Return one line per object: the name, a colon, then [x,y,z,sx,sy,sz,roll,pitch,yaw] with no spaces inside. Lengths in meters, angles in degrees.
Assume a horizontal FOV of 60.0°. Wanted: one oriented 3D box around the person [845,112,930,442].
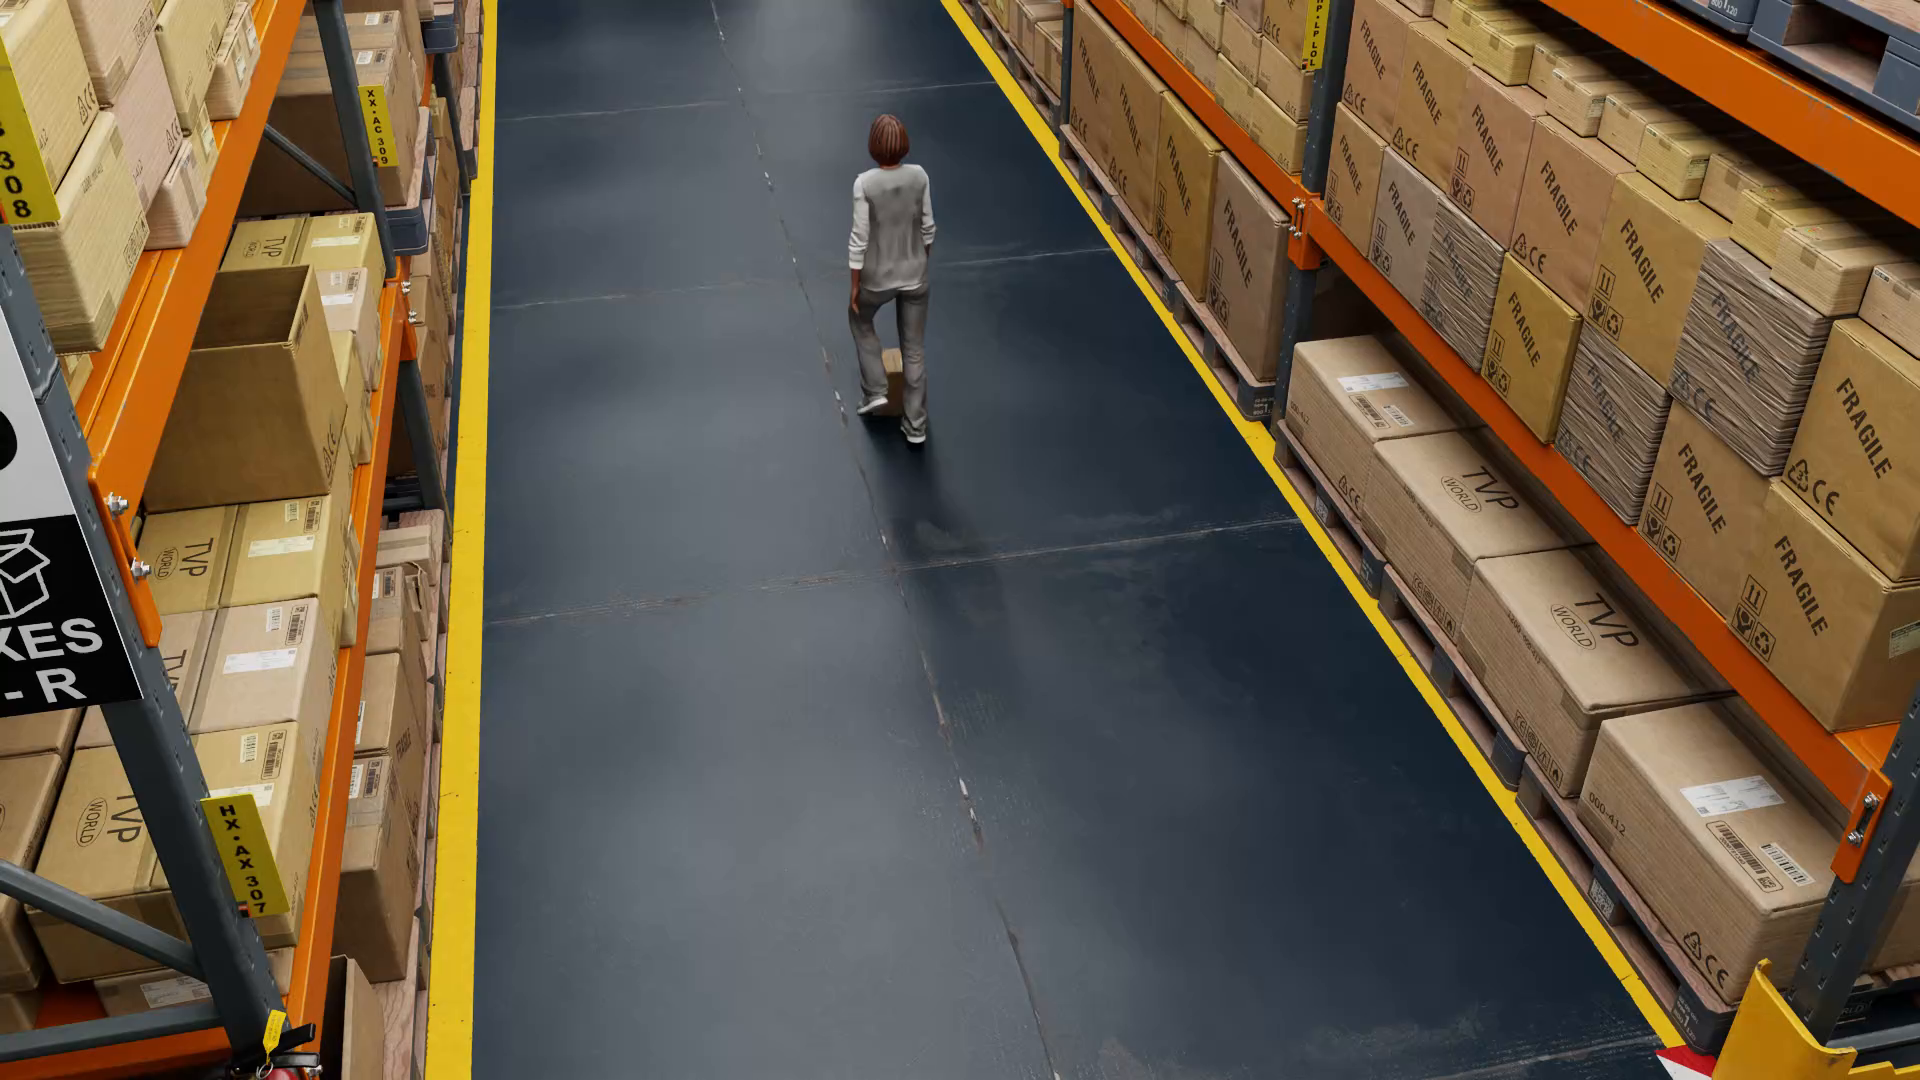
person: [-0.345,-1.259,7.973,0.442,1.617,0.741,-10,36,-15]
